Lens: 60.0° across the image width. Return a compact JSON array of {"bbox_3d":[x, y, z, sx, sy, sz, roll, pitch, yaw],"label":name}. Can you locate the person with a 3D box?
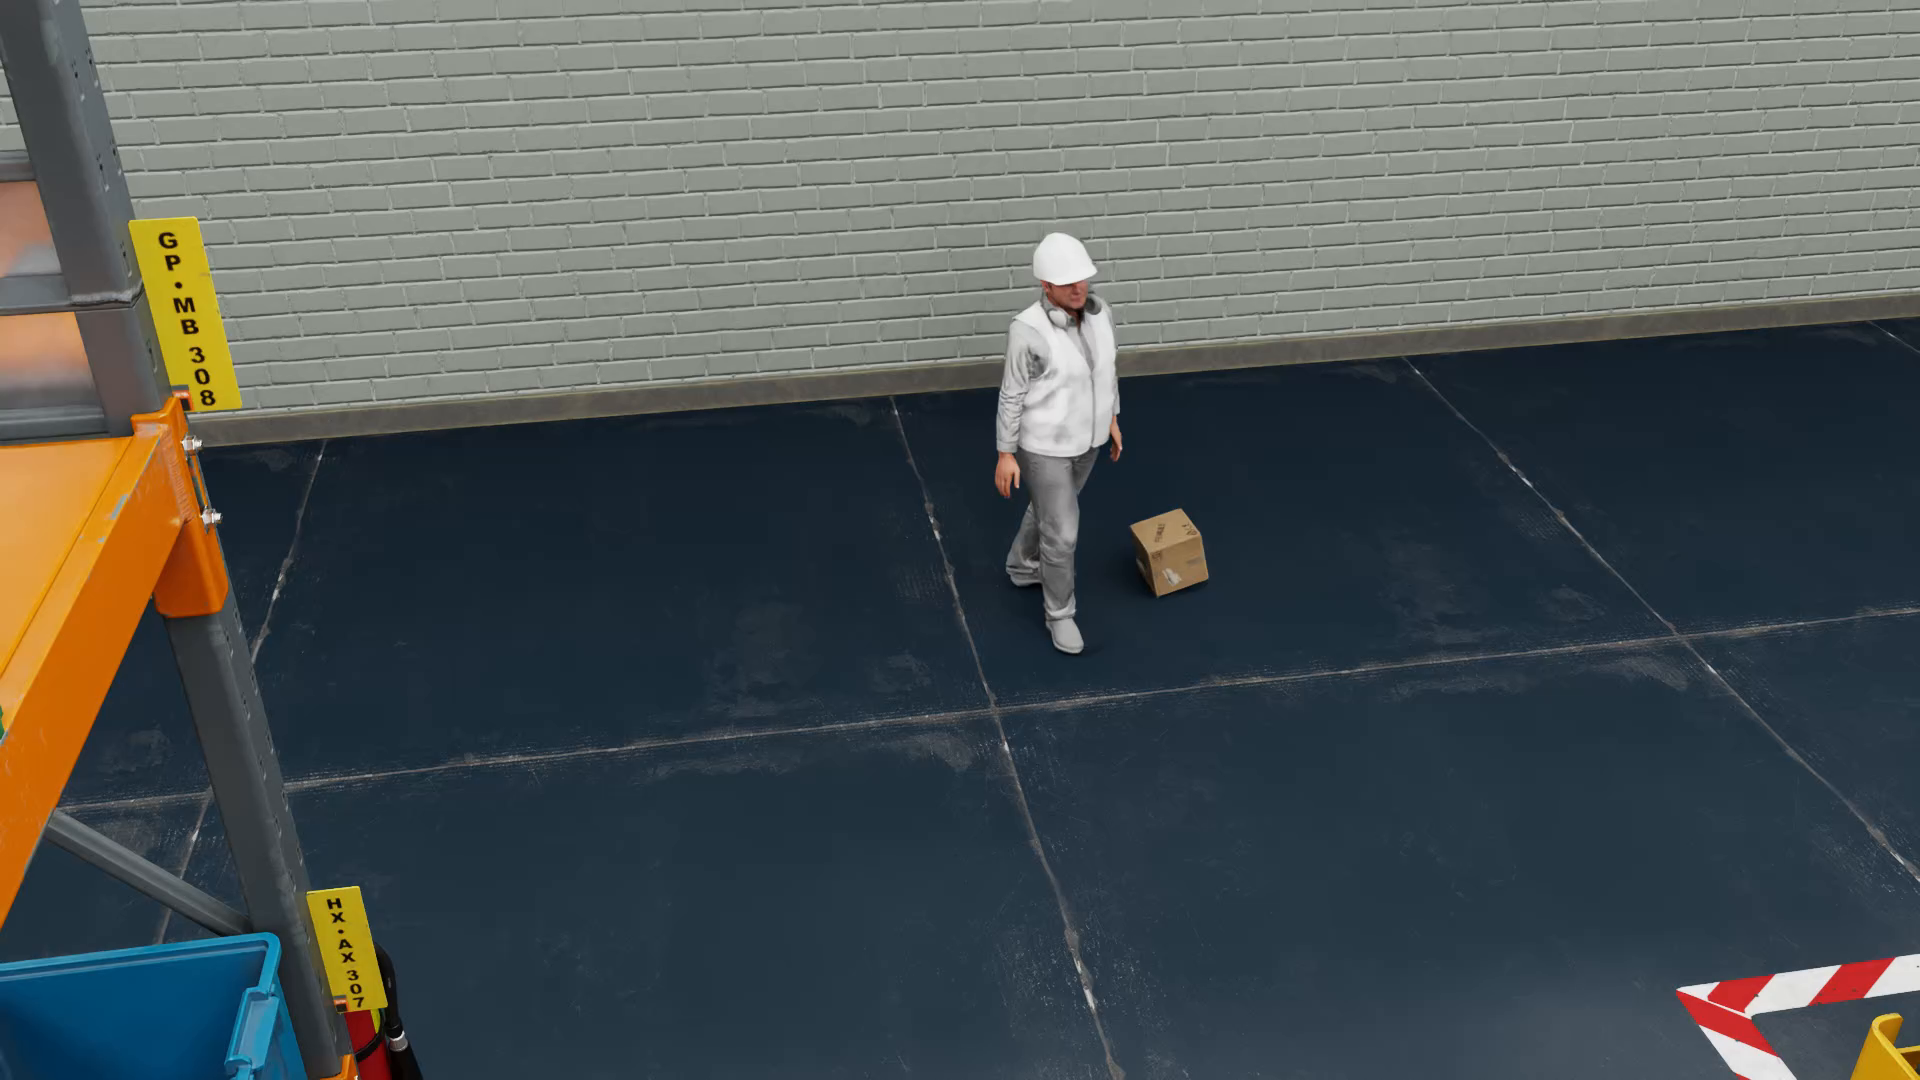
[{"bbox_3d":[0.387,-0.427,6.836,0.614,1.766,0.618,-26,39,-37],"label":"person"}]
